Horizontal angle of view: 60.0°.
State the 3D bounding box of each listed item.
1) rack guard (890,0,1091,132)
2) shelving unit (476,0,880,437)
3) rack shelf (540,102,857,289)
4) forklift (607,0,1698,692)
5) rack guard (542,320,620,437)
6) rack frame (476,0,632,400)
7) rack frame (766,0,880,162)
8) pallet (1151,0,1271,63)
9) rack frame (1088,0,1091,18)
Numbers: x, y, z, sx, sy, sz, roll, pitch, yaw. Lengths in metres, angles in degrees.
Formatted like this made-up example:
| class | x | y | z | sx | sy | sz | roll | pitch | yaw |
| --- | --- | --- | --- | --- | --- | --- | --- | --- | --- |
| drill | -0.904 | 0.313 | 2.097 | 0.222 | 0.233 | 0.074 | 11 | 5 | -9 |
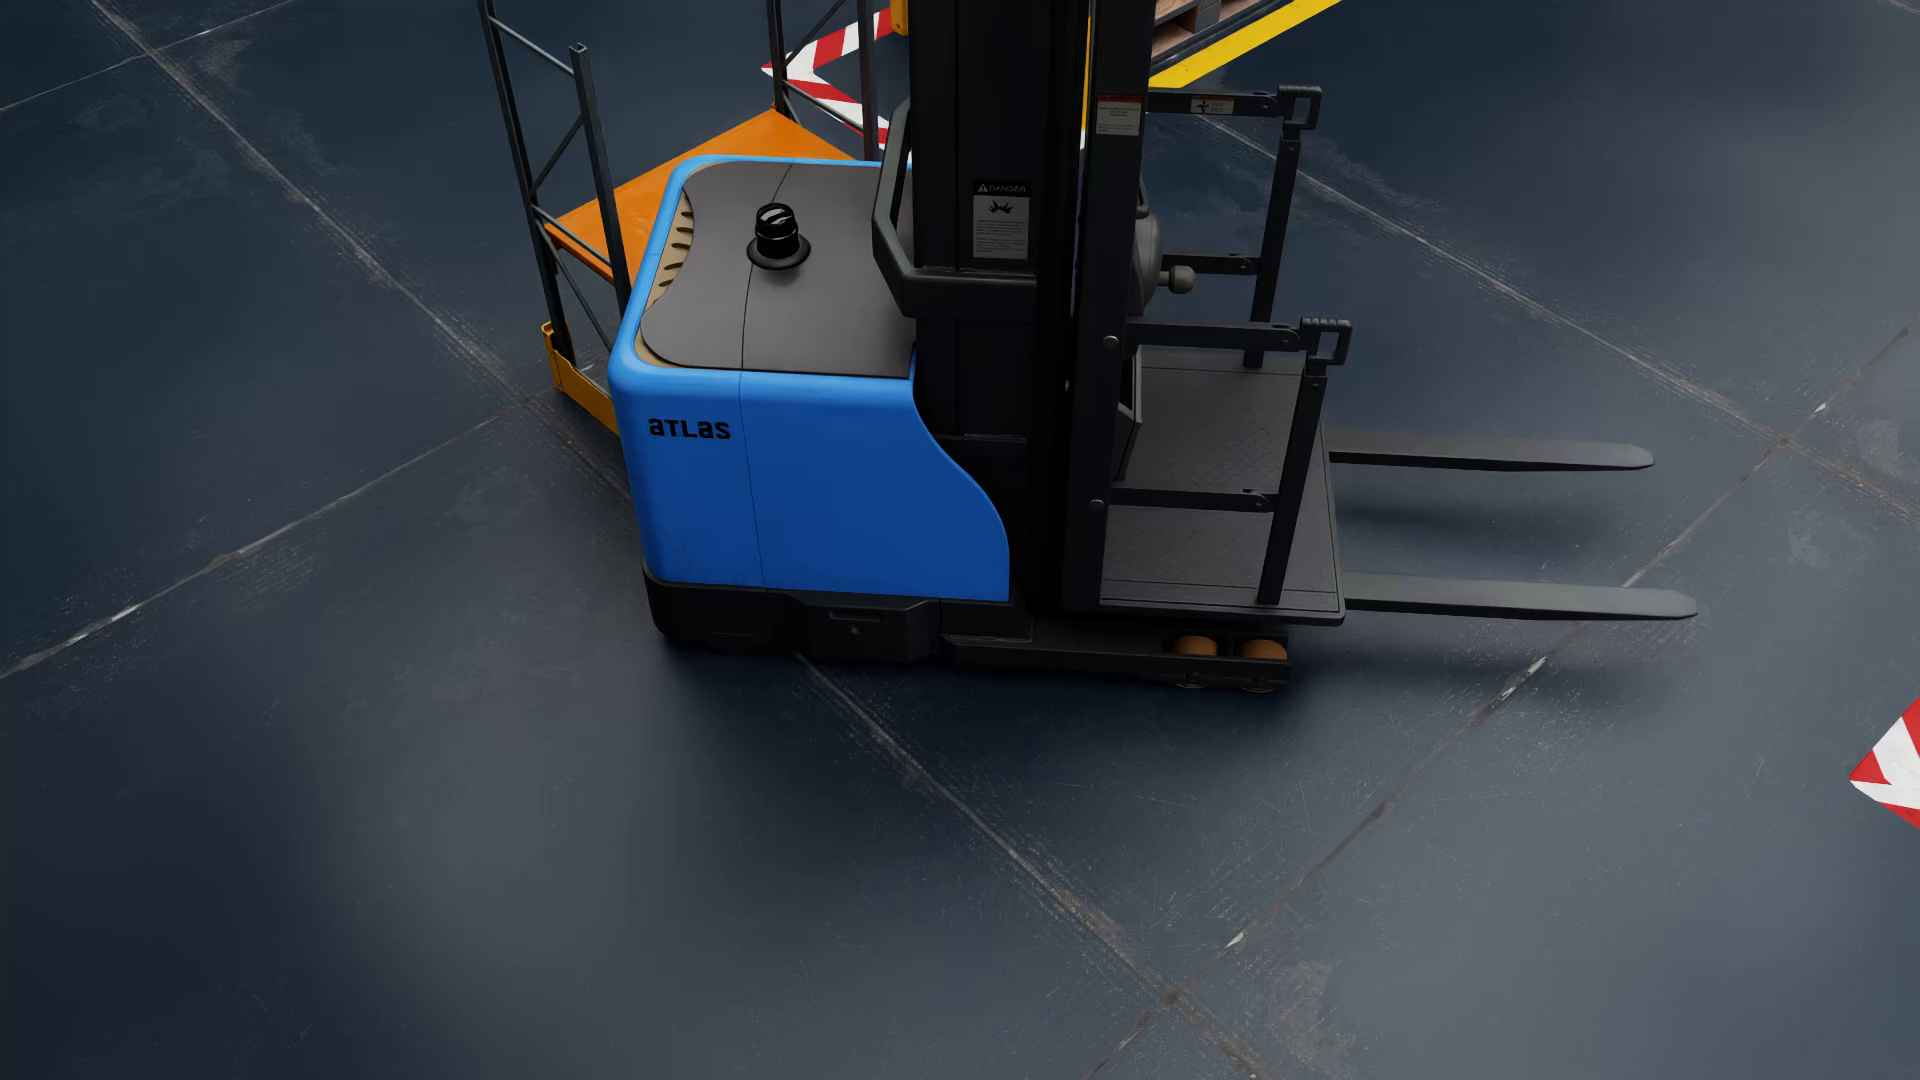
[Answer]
| class | x | y | z | sx | sy | sz | roll | pitch | yaw |
| --- | --- | --- | --- | --- | --- | --- | --- | --- | --- |
| rack guard | 0.188 | -2.212 | 6.951 | 0.348 | 0.500 | 1.175 | -34 | 56 | -27 |
| shelving unit | -0.820 | -1.177 | 5.316 | 1.083 | 1.500 | 0.587 | -36 | 57 | -28 |
| rack shelf | -0.813 | -1.060 | 5.452 | 1.000 | 0.185 | 0.538 | -36 | 57 | -28 |
| forklift | 0.626 | -0.959 | 4.141 | 3.031 | 2.935 | 1.130 | 3 | 47 | 3 |
| rack guard | -1.174 | -0.496 | 5.538 | 0.087 | 0.250 | 0.587 | -36 | 57 | -28 |
| rack frame | -1.175 | -0.919 | 5.078 | 0.032 | 1.500 | 0.500 | -36 | 57 | -28 |
| rack frame | -0.452 | -1.444 | 5.562 | 0.032 | 1.500 | 0.500 | -36 | 57 | -28 |
| pallet | 0.745 | -2.564 | 7.472 | 1.213 | 0.211 | 1.003 | -34 | 56 | -27 |
| rack frame | 0.206 | -3.071 | 6.043 | 0.127 | 3.000 | 1.000 | -34 | 56 | -27 |
